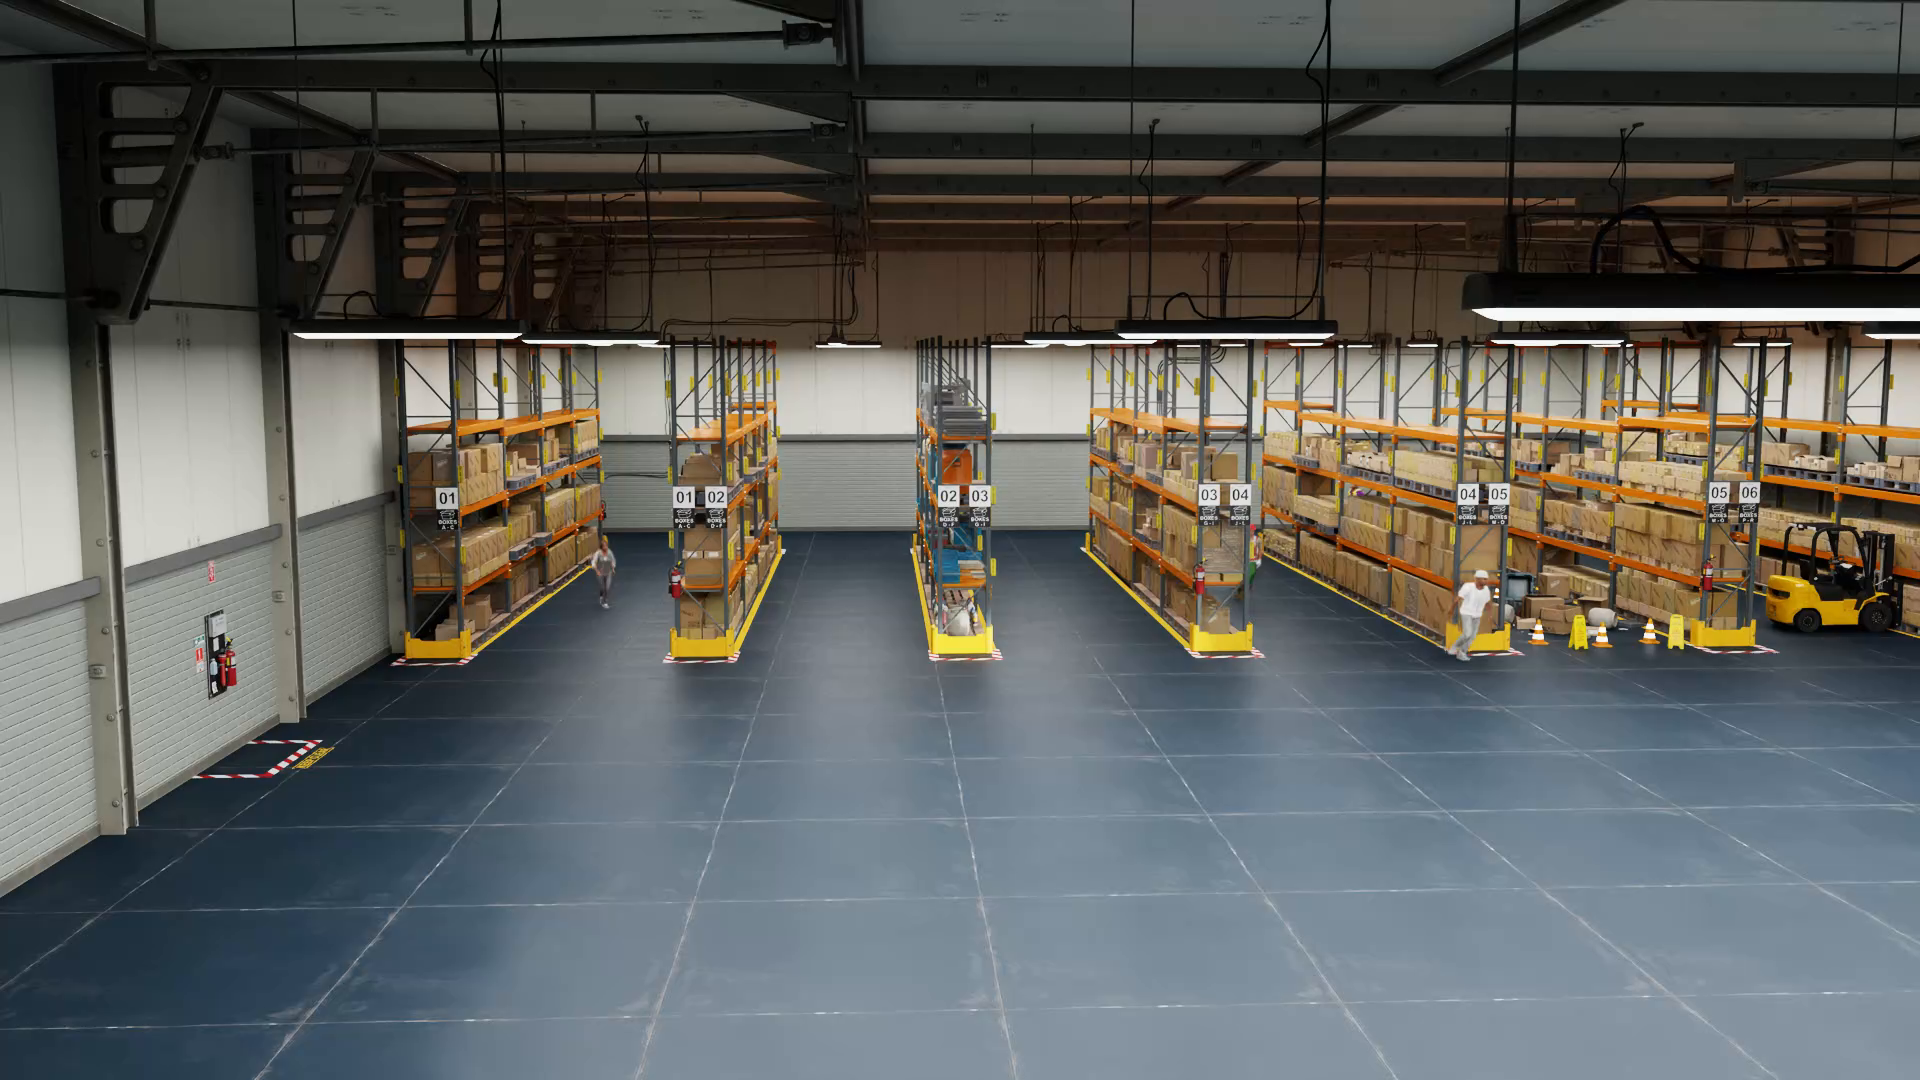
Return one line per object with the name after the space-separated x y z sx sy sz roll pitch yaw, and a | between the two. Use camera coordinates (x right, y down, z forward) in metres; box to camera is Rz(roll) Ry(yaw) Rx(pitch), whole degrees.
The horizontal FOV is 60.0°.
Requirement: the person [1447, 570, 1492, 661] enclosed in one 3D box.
9.445 1.389 30.729 0.714 1.719 0.633 -3 7 -23 | person

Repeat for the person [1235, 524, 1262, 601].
6.603 0.497 38.084 0.602 1.752 0.676 2 7 15 | person

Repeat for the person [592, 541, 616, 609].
-7.935 0.767 37.065 0.539 1.527 0.581 -2 7 -21 | person

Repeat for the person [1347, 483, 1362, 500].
12.067 -0.937 50.933 0.858 1.826 0.675 -5 8 -36 | person
